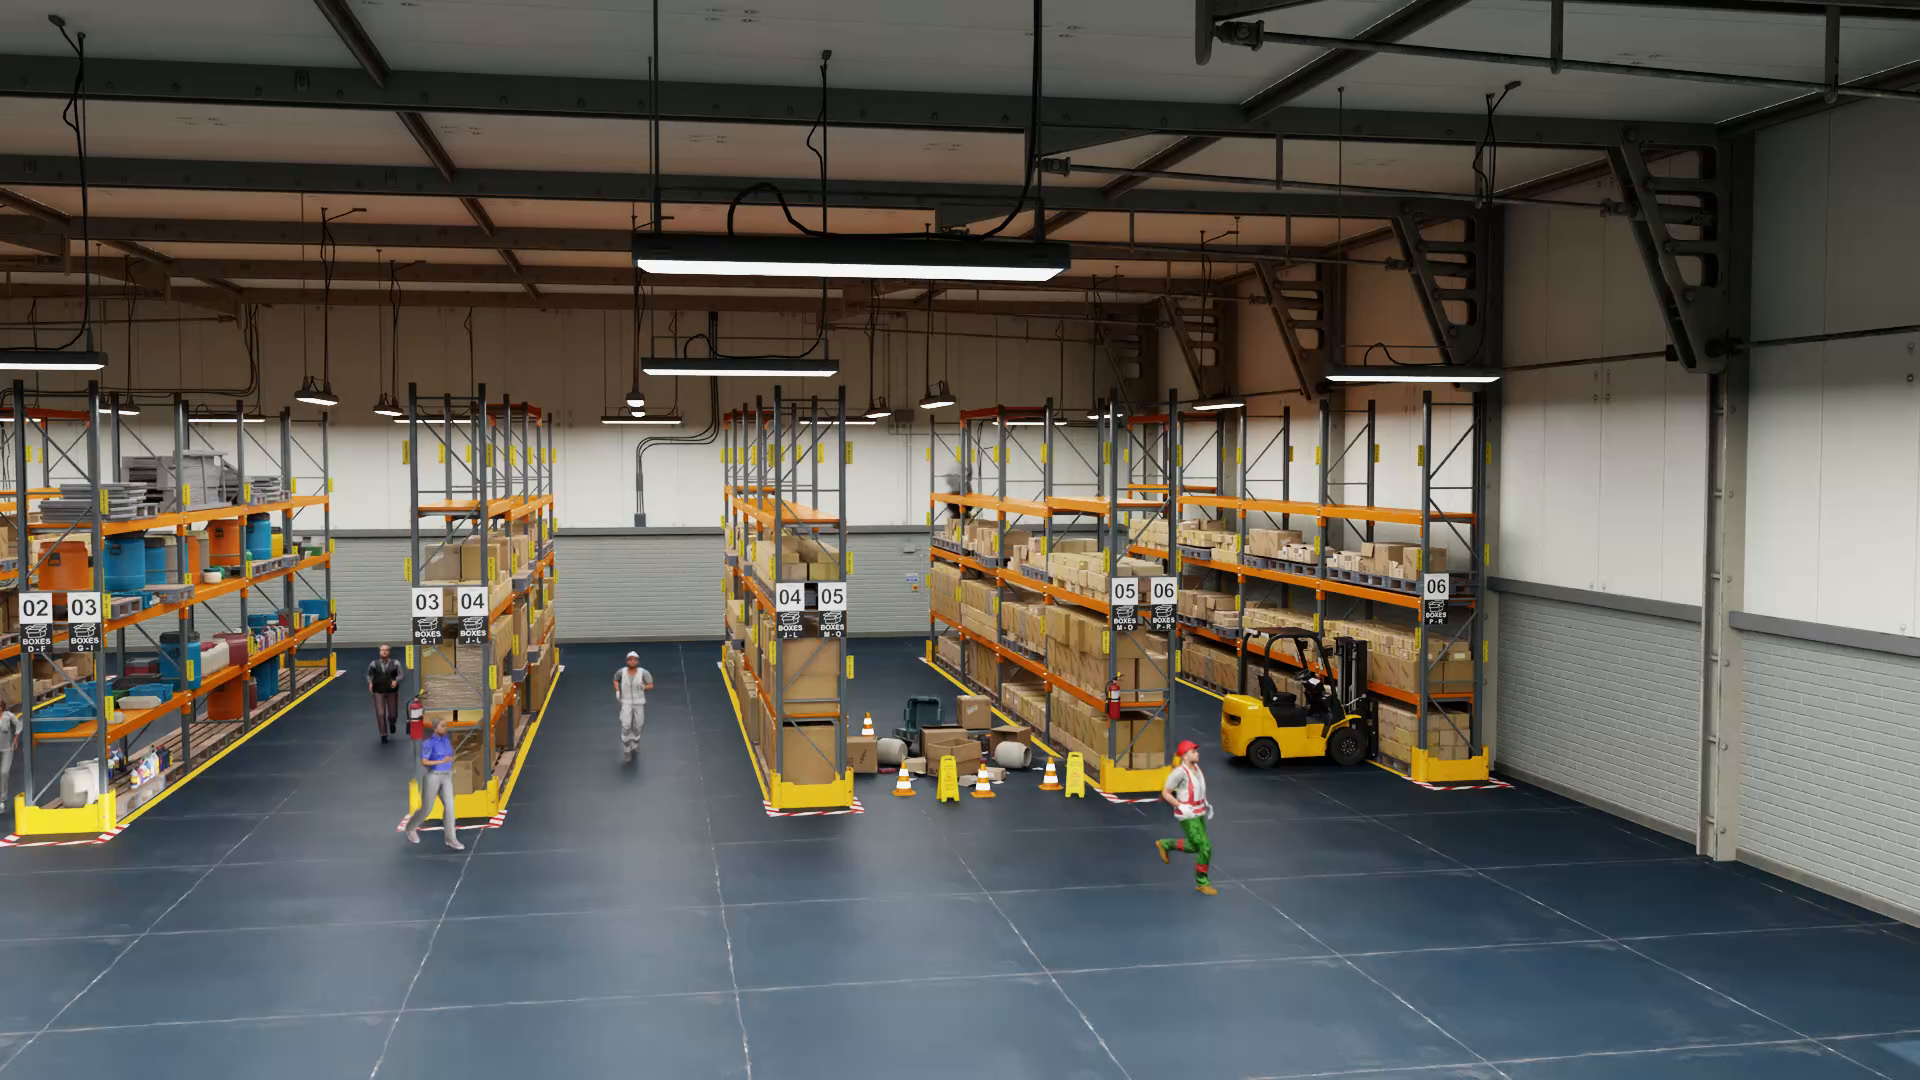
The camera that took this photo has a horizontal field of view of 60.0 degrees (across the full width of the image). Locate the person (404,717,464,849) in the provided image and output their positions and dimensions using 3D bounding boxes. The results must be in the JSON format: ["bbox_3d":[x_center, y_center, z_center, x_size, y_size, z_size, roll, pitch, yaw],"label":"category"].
[{"bbox_3d":[-6.661,3.074,21.170,0.934,1.646,0.586,2,3,31],"label":"person"}]

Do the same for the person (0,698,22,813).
[{"bbox_3d":[-13.575,3.001,23.533,0.514,1.595,0.882,-1,3,-17],"label":"person"}]

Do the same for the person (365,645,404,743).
[{"bbox_3d":[-10.096,2.684,29.182,0.661,1.679,0.725,-1,3,-18],"label":"person"}]

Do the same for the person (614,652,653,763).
[{"bbox_3d":[-5.373,2.739,27.391,0.638,1.826,0.782,-1,3,-13],"label":"person"}]

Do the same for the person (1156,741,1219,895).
[{"bbox_3d":[2.615,3.179,19.216,0.870,1.741,0.652,2,3,34],"label":"person"}]
